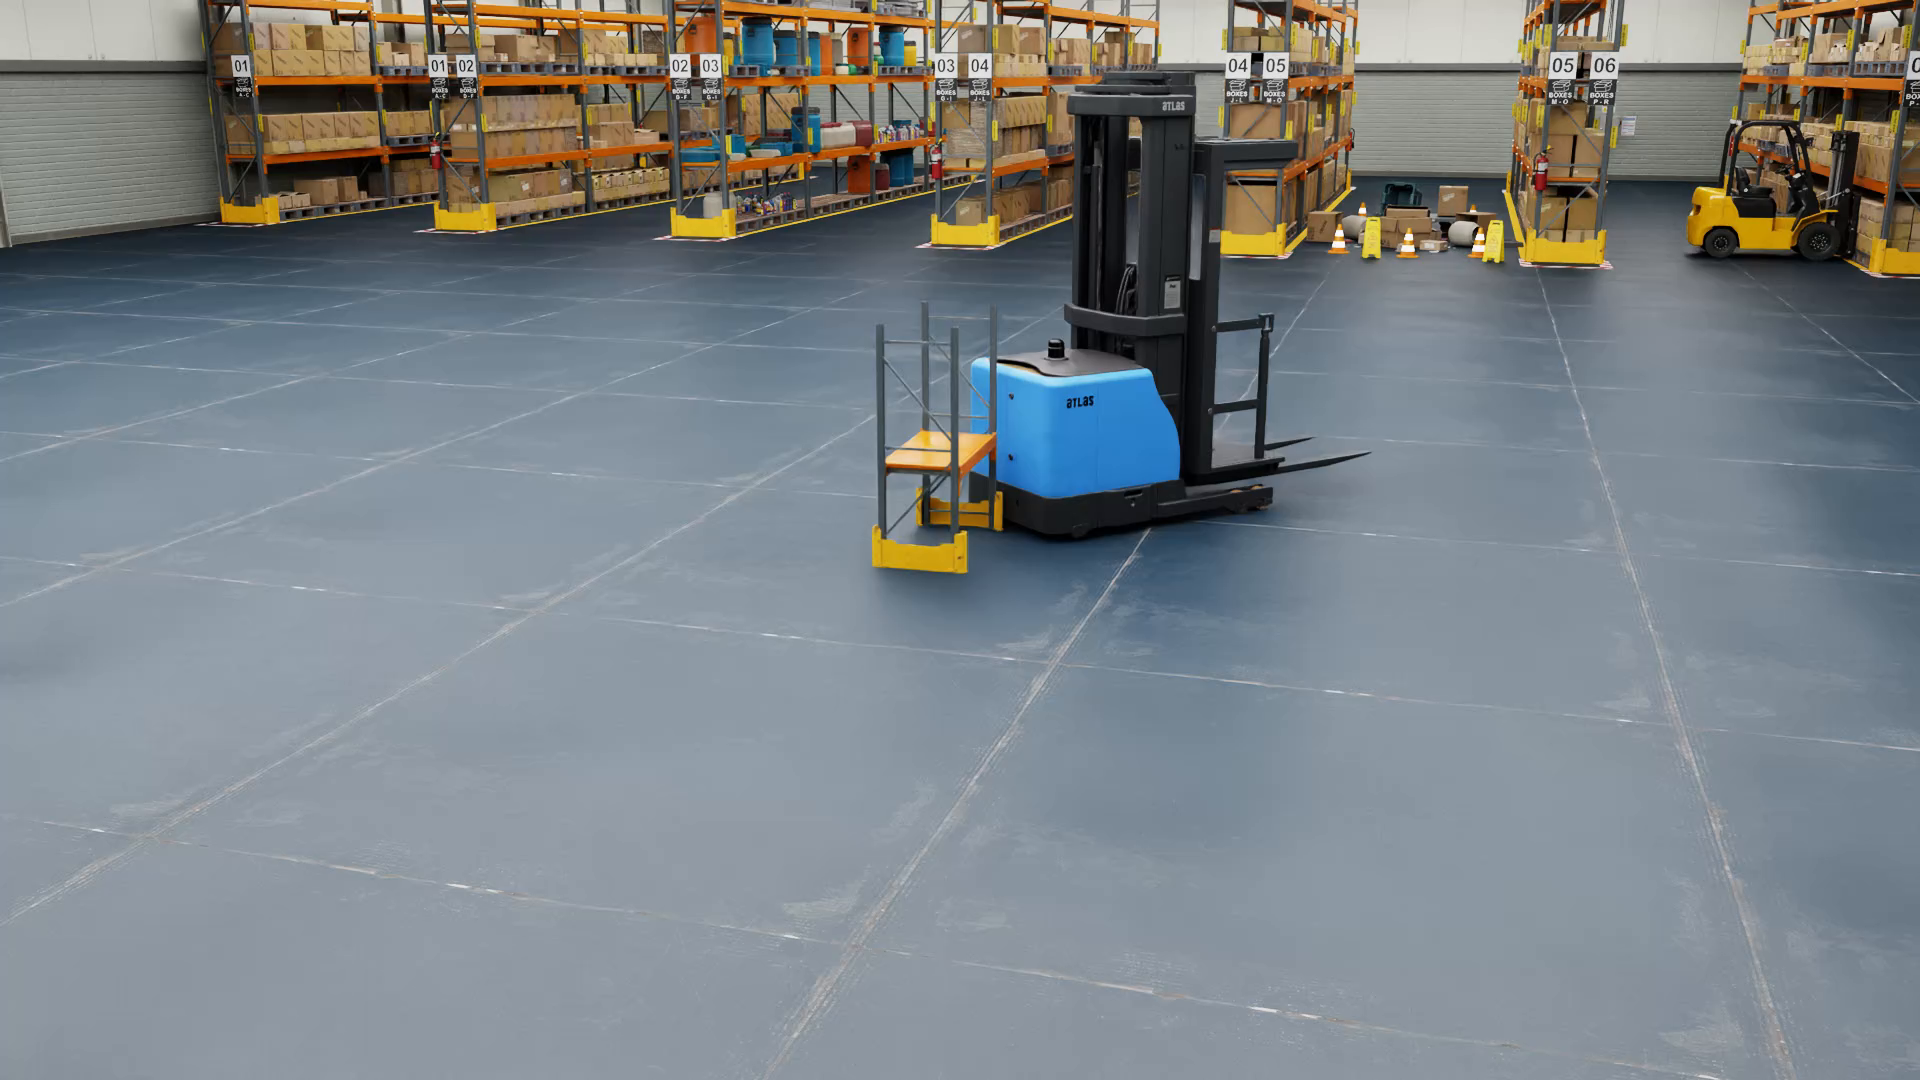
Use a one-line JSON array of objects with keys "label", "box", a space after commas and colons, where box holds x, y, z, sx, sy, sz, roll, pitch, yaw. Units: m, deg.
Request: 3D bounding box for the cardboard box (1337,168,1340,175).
[{"label": "cardboard box", "box": [8.866, -8.804, 39.738, 0.380, 0.149, 0.250, 5, 17, 17]}]

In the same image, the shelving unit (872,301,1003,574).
[{"label": "shelving unit", "box": [-0.127, -0.676, 10.464, 0.587, 1.500, 1.083, 4, 16, 14]}]

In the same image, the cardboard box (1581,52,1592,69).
[{"label": "cardboard box", "box": [9.969, -7.474, 25.915, 0.500, 0.250, 0.500, 4, 16, 15]}]

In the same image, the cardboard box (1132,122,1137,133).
[{"label": "cardboard box", "box": [4.011, -10.060, 40.531, 0.500, 0.250, 0.500, 5, 16, 16]}]

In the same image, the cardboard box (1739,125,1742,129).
[{"label": "cardboard box", "box": [18.348, -9.492, 38.528, 0.500, 0.250, 0.500, 5, 17, 16]}]

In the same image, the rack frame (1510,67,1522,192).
[{"label": "rack frame", "box": [14.118, -10.035, 40.712, 1.000, 3.000, 0.127, 5, 16, 16]}]

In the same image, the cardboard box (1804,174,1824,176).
[{"label": "cardboard box", "box": [17.485, -7.392, 34.015, 0.380, 0.149, 0.250, 4, 16, 14]}]

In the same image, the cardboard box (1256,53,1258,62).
[{"label": "cardboard box", "box": [4.783, -8.091, 27.869, 0.380, 0.149, 0.250, 5, 17, 16]}]

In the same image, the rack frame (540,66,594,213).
[{"label": "rack frame", "box": [-8.291, -8.433, 35.064, 1.000, 3.000, 0.127, 5, 16, 16]}]

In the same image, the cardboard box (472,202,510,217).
[{"label": "cardboard box", "box": [-9.062, -6.389, 32.127, 0.500, 0.250, 0.500, 5, 16, 16]}]

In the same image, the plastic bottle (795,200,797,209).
[{"label": "plastic bottle", "box": [-3.347, -6.794, 33.609, 0.097, 0.201, 0.097, 0, 16, 0]}]

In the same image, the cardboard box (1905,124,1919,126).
[{"label": "cardboard box", "box": [15.170, -6.512, 26.372, 0.380, 0.149, 0.250, 5, 17, 17]}]

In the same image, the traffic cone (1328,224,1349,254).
[{"label": "traffic cone", "box": [6.309, -5.015, 27.662, 0.336, 0.463, 0.334, 5, 16, 16]}]

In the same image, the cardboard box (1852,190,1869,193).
[{"label": "cardboard box", "box": [15.029, -5.770, 28.111, 0.500, 0.250, 0.500, 4, 16, 15]}]

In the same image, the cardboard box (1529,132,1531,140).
[{"label": "cardboard box", "box": [11.059, -7.829, 31.436, 0.500, 0.500, 0.500, 4, 16, 14]}]

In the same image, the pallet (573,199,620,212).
[{"label": "pallet", "box": [-8.119, -7.287, 36.135, 1.003, 0.211, 1.213, 5, 16, 16]}]

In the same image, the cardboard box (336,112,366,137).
[{"label": "cardboard box", "box": [-13.015, -8.836, 35.348, 0.500, 0.500, 0.500, 5, 16, 16]}]

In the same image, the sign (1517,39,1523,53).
[{"label": "sign", "box": [13.588, -11.981, 40.330, 0.100, 0.325, 0.005, 5, 16, 16]}]

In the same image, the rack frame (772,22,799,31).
[{"label": "rack frame", "box": [-4.880, -14.459, 45.314, 1.000, 3.000, 0.127, 5, 16, 16]}]

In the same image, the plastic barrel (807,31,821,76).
[{"label": "plastic barrel", "box": [-3.234, -10.224, 34.964, 0.600, 0.901, 0.708, 5, 16, 16]}]

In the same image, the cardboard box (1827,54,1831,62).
[{"label": "cardboard box", "box": [15.708, -8.597, 29.652, 0.380, 0.149, 0.250, 4, 16, 15]}]

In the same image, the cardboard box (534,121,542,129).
[{"label": "cardboard box", "box": [-8.597, -8.304, 33.236, 0.380, 0.149, 0.250, 5, 17, 18]}]

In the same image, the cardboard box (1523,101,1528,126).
[{"label": "cardboard box", "box": [11.878, -8.762, 34.207, 0.500, 0.500, 0.500, 5, 17, 17]}]

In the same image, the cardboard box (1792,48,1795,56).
[{"label": "cardboard box", "box": [16.787, -9.716, 33.090, 0.380, 0.149, 0.250, 5, 16, 16]}]

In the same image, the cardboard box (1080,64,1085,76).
[{"label": "cardboard box", "box": [2.315, -9.807, 34.686, 0.500, 0.250, 0.500, 5, 16, 16]}]

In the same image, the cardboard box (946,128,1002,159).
[{"label": "cardboard box", "box": [0.252, -6.950, 29.109, 0.875, 0.500, 0.500, 5, 16, 16]}]

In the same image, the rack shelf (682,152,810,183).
[{"label": "rack shelf", "box": [-4.111, -7.179, 31.960, 1.077, 0.370, 4.000, 5, 16, 16]}]

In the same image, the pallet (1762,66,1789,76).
[{"label": "pallet", "box": [17.489, -9.792, 34.703, 1.213, 0.211, 1.003, 5, 16, 16]}]

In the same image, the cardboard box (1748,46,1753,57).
[{"label": "cardboard box", "box": [18.348, -11.177, 38.056, 0.500, 0.250, 0.500, 5, 16, 15]}]

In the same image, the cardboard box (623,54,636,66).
[{"label": "cardboard box", "box": [-7.534, -10.642, 36.861, 0.500, 0.250, 0.500, 4, 16, 15]}]

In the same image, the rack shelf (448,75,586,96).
[{"label": "rack shelf", "box": [-8.859, -9.007, 32.908, 1.077, 0.370, 4.000, 5, 16, 16]}]

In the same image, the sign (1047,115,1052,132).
[{"label": "sign", "box": [1.729, -8.040, 32.093, 0.100, 0.325, 0.005, 5, 16, 16]}]

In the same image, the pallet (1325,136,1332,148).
[{"label": "pallet", "box": [7.593, -8.728, 36.456, 1.003, 0.211, 1.213, 5, 16, 16]}]

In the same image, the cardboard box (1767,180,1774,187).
[{"label": "cardboard box", "box": [17.100, -7.225, 34.615, 0.500, 0.500, 0.500, 4, 16, 14]}]

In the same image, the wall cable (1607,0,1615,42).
[{"label": "wall cable", "box": [18.845, -14.164, 44.207, 2.988, 3.039, 0.133, 5, 16, 16]}]

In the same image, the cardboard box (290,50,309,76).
[{"label": "cardboard box", "box": [-13.512, -9.613, 33.506, 0.500, 0.500, 0.500, 5, 17, 18]}]

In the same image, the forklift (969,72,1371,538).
[{"label": "forklift", "box": [1.582, -1.704, 11.466, 3.031, 2.935, 1.130, -10, 18, -31]}]

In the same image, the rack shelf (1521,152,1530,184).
[{"label": "rack shelf", "box": [11.276, -7.073, 31.586, 1.077, 0.370, 4.000, 5, 16, 16]}]

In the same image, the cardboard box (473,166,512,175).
[{"label": "cardboard box", "box": [-11.570, -9.213, 40.983, 0.750, 0.750, 0.750, 4, 16, 15]}]

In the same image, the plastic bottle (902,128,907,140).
[{"label": "plastic bottle", "box": [-1.356, -9.690, 39.725, 0.152, 0.276, 0.135, 5, 16, 16]}]

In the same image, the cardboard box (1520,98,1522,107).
[{"label": "cardboard box", "box": [12.850, -9.662, 37.383, 0.500, 0.500, 0.500, 4, 16, 15]}]

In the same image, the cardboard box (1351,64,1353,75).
[{"label": "cardboard box", "box": [9.330, -11.490, 40.619, 0.500, 0.250, 0.500, 5, 16, 16]}]

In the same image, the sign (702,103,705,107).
[{"label": "sign", "box": [-6.539, -10.983, 42.467, 0.100, 0.325, 0.005, 5, 16, 16]}]

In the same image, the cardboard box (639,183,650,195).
[{"label": "cardboard box", "box": [-7.358, -7.936, 37.580, 0.500, 0.250, 0.500, 5, 17, 17]}]

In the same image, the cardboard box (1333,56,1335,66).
[{"label": "cardboard box", "box": [7.622, -10.051, 35.087, 0.500, 0.500, 0.500, 5, 16, 16]}]

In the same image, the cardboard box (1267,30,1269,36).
[{"label": "cardboard box", "box": [5.216, -8.873, 29.165, 0.380, 0.149, 0.250, 5, 17, 16]}]

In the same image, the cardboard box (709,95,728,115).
[{"label": "cardboard box", "box": [-6.122, -11.208, 42.831, 0.500, 0.500, 0.500, 5, 17, 16]}]

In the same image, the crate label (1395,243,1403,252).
[{"label": "crate label", "box": [7.459, -4.892, 27.826, 0.250, 0.136, 0.298, -4, 16, -13]}]

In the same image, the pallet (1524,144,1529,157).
[{"label": "pallet", "box": [11.744, -7.655, 32.672, 1.213, 0.211, 1.003, 5, 16, 16]}]

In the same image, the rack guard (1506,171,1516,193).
[{"label": "rack guard", "box": [14.125, -8.839, 41.075, 1.175, 0.500, 0.348, 5, 16, 16]}]

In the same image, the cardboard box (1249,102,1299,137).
[{"label": "cardboard box", "box": [5.296, -7.179, 28.390, 0.875, 0.550, 0.550, 5, 16, 16]}]

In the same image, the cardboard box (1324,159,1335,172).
[{"label": "cardboard box", "box": [8.237, -8.492, 37.708, 0.500, 0.250, 0.500, 4, 16, 14]}]

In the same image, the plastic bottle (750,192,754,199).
[{"label": "plastic bottle", "box": [-4.170, -6.806, 33.377, 0.144, 0.351, 0.185, 5, 17, 17]}]

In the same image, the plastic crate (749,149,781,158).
[{"label": "plastic crate", "box": [-3.761, -7.477, 32.176, 0.530, 0.136, 0.437, 5, 16, 16]}]
